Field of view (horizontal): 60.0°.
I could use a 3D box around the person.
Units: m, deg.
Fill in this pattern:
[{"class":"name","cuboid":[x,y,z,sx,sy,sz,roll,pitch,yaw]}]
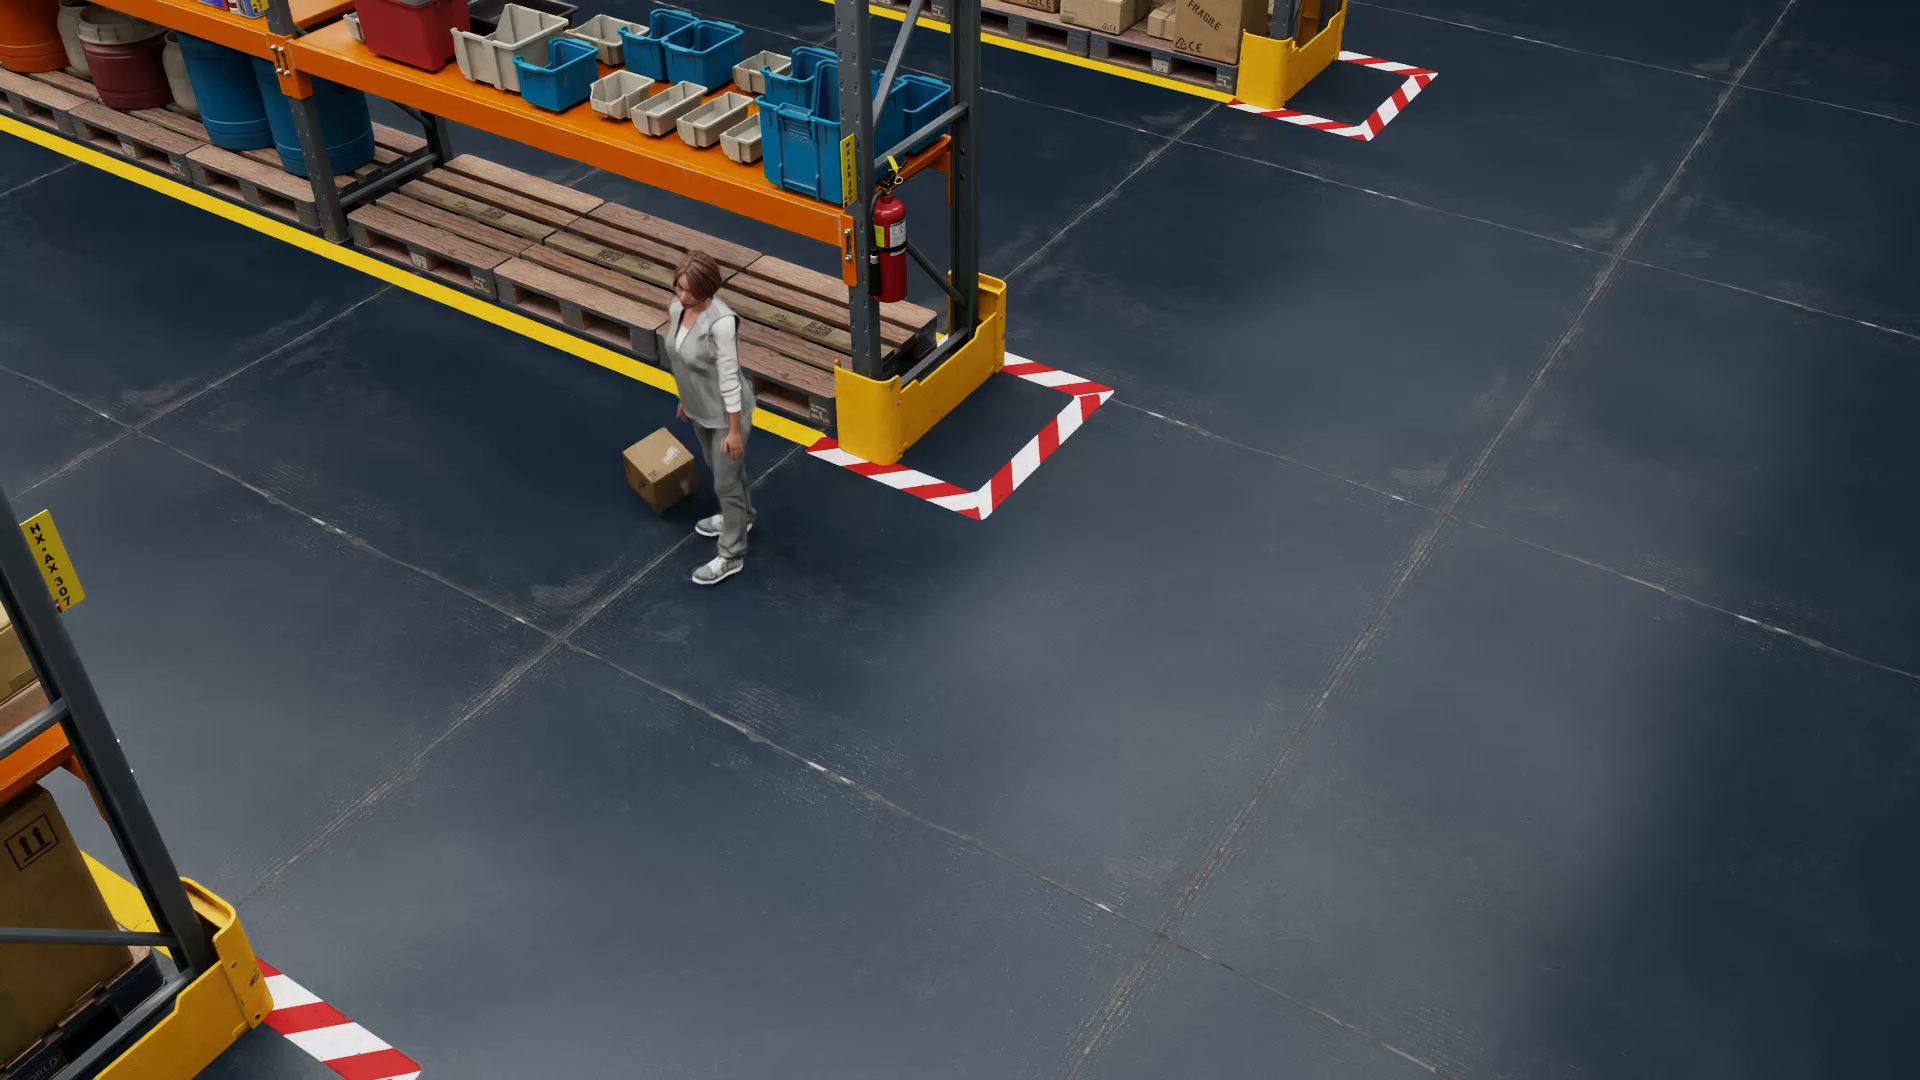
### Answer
[{"class":"person","cuboid":[-1.116,-0.546,7.325,0.475,1.595,0.496,-27,46,-29]}]
